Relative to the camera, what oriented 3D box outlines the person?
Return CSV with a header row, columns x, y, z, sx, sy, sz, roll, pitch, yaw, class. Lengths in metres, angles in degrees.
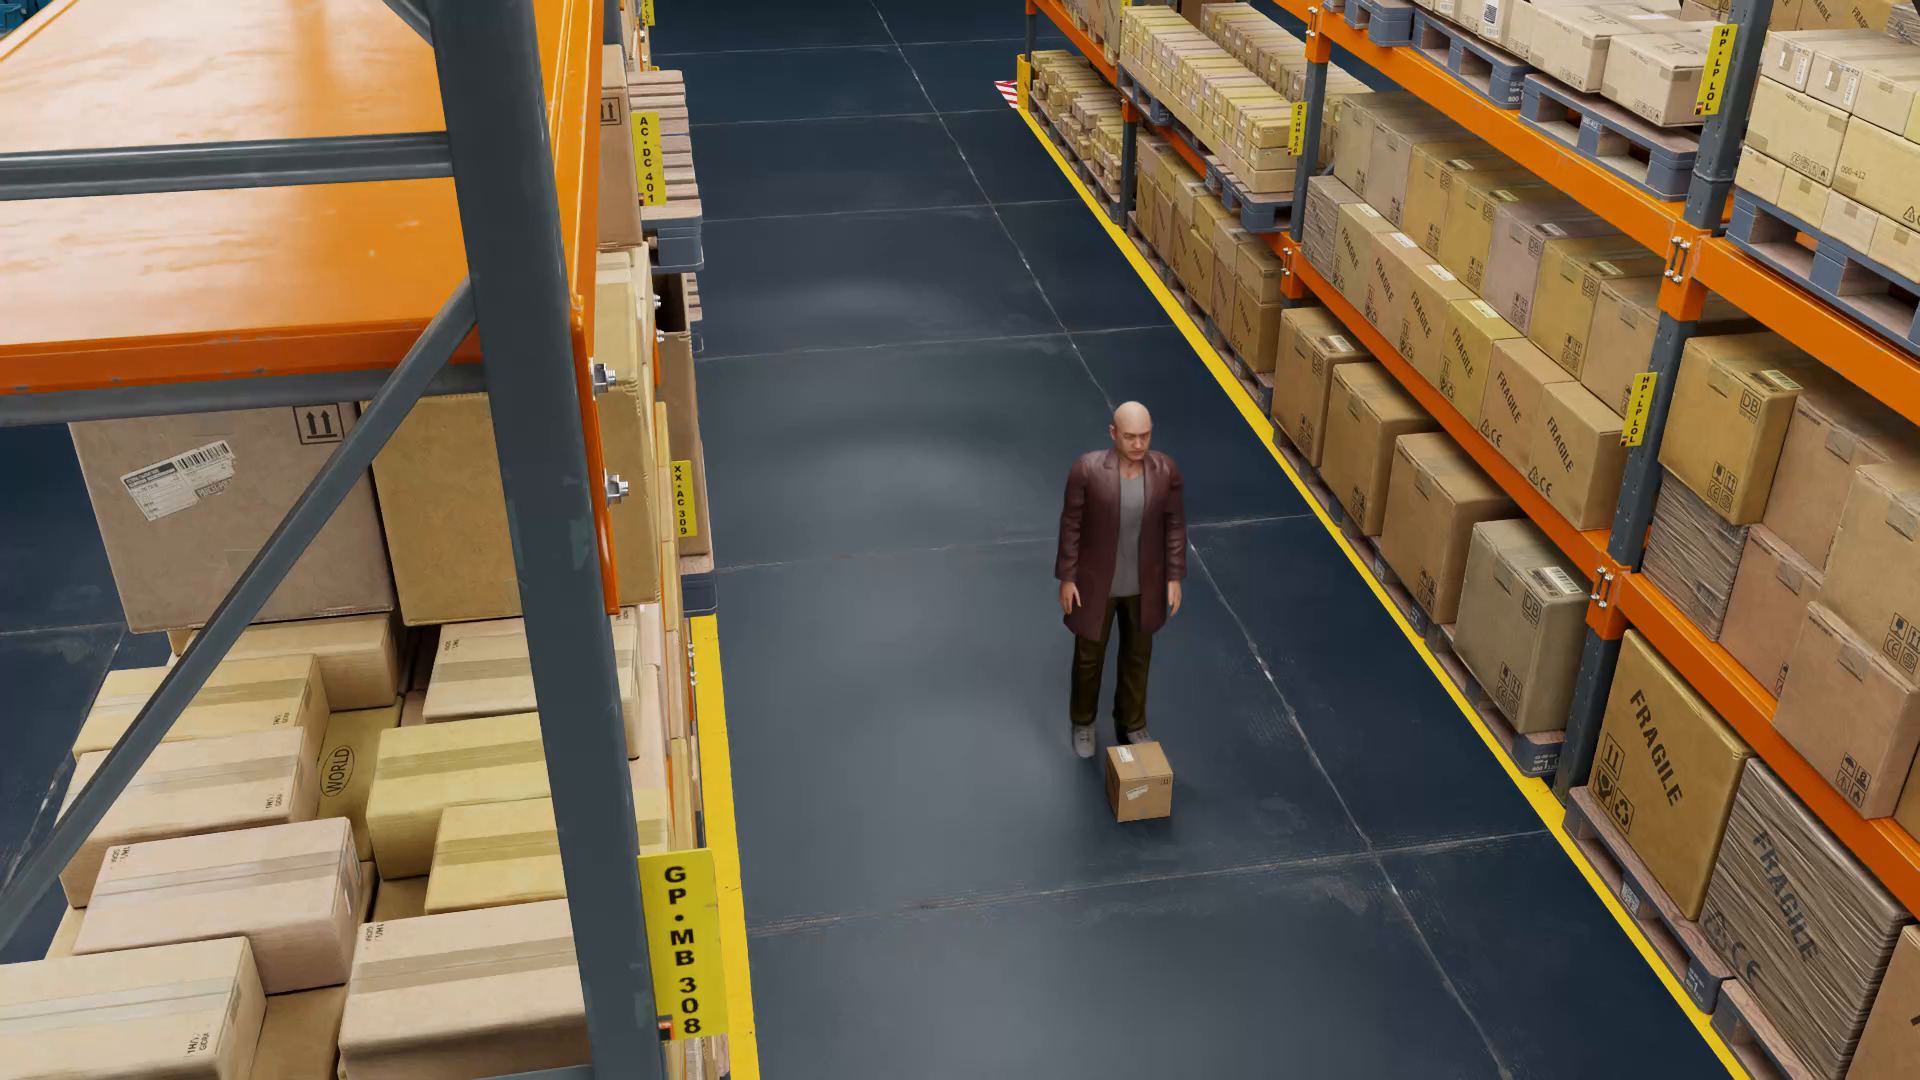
x,y,z,sx,sy,sz,roll,pitch,yaw,class
0.758,0.238,7.770,0.623,1.848,0.471,-5,31,-8,person
